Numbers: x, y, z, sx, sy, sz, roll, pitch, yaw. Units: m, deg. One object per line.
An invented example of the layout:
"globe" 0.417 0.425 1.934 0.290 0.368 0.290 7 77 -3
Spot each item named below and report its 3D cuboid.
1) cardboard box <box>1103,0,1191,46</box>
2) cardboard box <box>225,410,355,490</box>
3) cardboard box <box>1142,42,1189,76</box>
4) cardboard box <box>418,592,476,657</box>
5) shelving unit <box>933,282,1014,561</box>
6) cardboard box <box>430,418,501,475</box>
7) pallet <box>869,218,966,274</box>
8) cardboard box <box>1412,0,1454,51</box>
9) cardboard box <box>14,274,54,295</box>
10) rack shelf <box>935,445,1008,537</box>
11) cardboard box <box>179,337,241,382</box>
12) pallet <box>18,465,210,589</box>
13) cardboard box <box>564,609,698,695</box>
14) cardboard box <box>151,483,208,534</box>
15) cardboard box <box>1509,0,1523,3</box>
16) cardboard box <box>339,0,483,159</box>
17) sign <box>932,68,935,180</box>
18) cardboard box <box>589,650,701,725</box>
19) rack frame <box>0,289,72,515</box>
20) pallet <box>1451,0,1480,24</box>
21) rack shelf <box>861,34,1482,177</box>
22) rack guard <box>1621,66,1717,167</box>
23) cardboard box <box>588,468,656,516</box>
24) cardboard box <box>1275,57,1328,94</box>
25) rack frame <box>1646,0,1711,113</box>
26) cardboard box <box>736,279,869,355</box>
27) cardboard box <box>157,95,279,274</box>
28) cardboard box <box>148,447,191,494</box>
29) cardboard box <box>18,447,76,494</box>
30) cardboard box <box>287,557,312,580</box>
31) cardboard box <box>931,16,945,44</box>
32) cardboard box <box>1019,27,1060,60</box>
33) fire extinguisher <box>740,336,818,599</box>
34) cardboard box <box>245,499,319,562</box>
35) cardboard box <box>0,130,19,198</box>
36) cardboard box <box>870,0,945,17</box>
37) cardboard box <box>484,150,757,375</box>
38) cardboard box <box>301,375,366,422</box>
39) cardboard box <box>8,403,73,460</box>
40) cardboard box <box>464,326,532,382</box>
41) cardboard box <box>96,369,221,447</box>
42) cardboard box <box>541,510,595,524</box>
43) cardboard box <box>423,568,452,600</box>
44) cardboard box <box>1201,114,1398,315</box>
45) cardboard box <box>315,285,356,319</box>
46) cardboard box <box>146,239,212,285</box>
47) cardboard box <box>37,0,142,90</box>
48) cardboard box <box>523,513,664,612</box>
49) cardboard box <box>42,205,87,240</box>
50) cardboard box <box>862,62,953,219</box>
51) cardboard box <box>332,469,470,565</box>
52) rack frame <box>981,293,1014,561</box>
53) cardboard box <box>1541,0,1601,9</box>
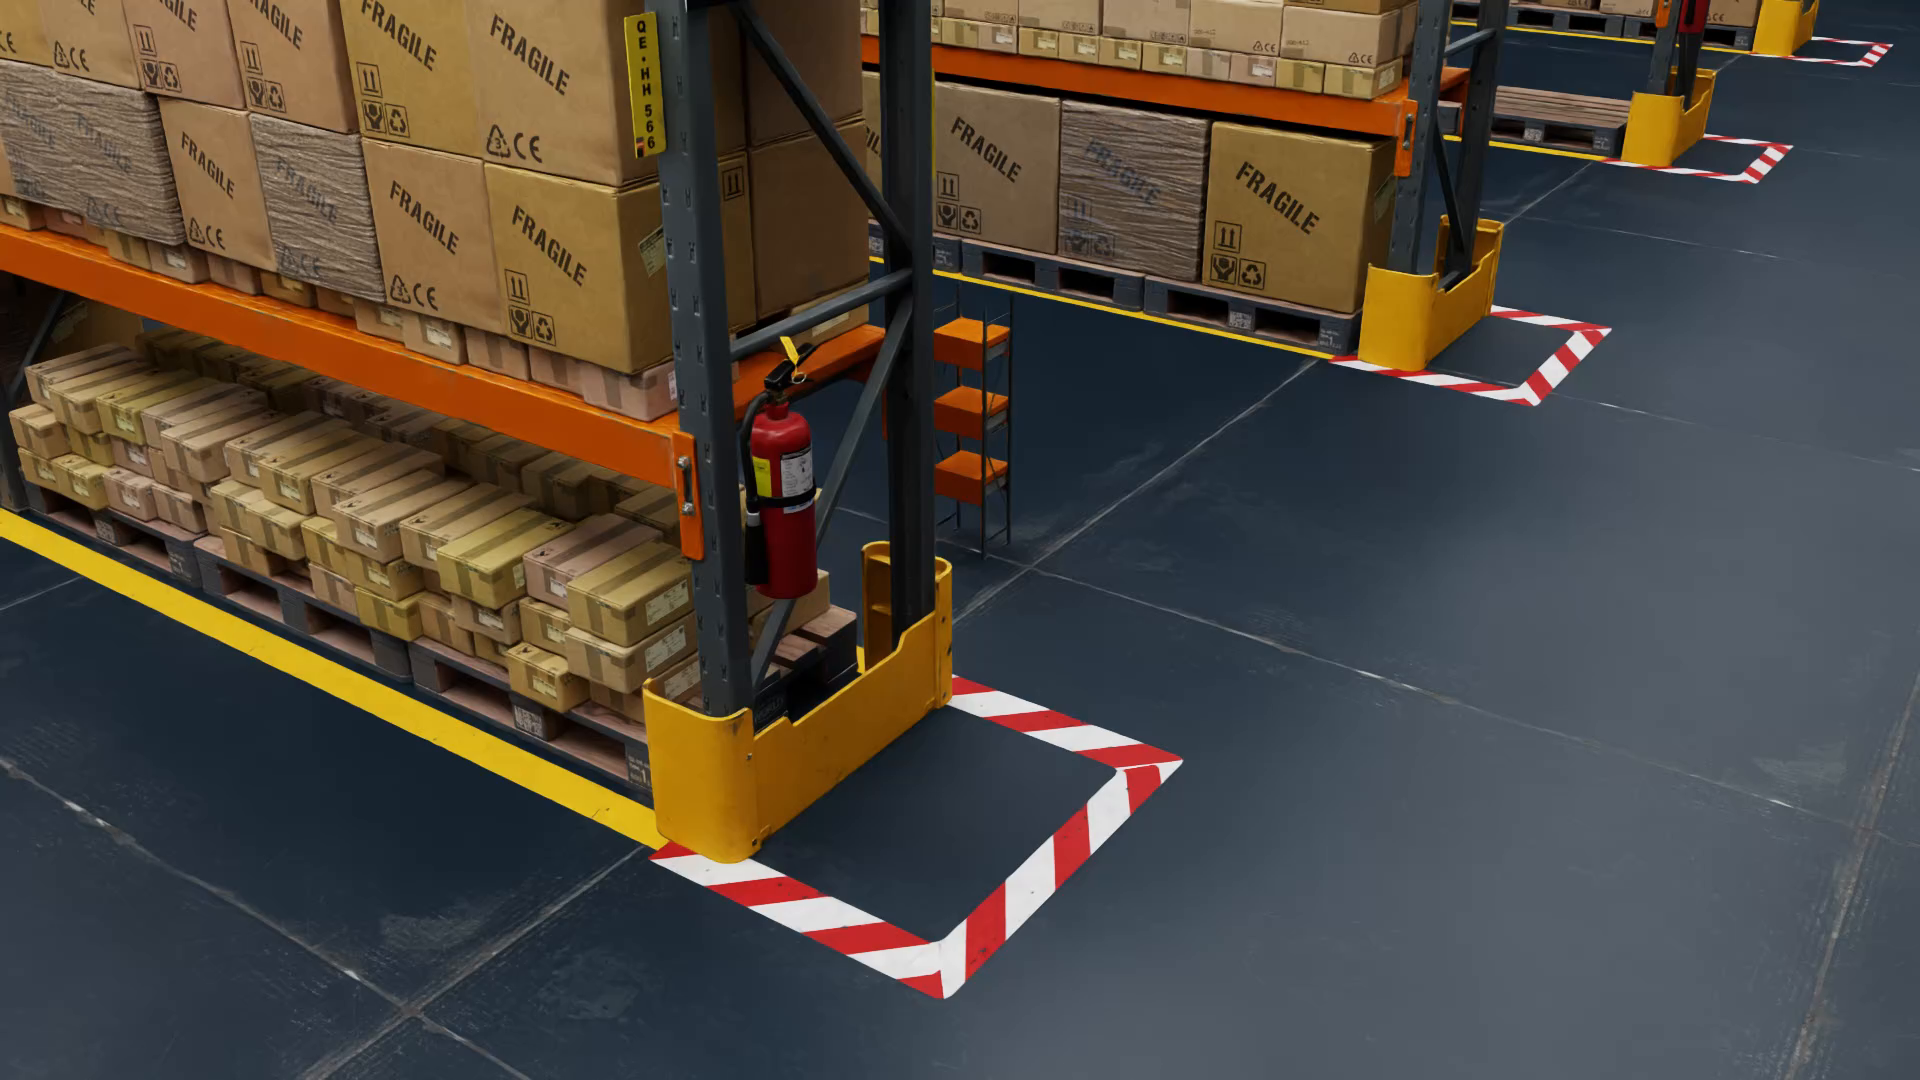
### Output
"cardboard box" 1.094 -2.797 8.777 0.500 0.250 0.500 16 31 29
"cardboard box" -2.448 -0.327 6.110 0.250 0.149 0.380 16 31 28
"cardboard box" 1.158 -2.563 8.757 0.250 0.149 0.380 17 31 29
"cardboard box" -1.612 0.223 5.686 0.250 0.149 0.380 18 32 31
"shelving unit" 0.044 -0.454 6.485 0.252 1.050 0.215 17 32 30
"cardboard box" -1.746 -0.391 6.235 0.250 0.149 0.380 18 32 31
"pallet" -0.234 -2.005 10.457 1.213 0.211 1.003 17 32 30
"cardboard box" 2.238 -2.735 8.655 0.500 0.250 0.500 16 31 29
"cardboard box" -4.167 -1.340 7.542 0.500 0.250 0.500 16 31 28
"rack shelf" 0.044 -0.197 6.616 0.240 0.259 0.215 17 32 30
"cardboard box" -3.034 -0.781 7.002 0.250 0.149 0.380 18 32 31
"pallet" -3.134 -0.242 6.993 1.213 0.211 1.003 17 32 30
"cardboard box" -1.007 0.305 5.195 0.250 0.149 0.380 16 31 29
"cardboard box" -2.898 -0.188 6.492 0.250 0.149 0.380 17 31 29
"cardboard box" 5.738 -5.701 17.285 0.250 0.166 0.380 17 32 30
"cardboard box" -1.346 -1.394 4.642 0.500 0.500 0.500 16 31 29
"sign" -0.104 -1.206 4.857 0.005 0.325 0.100 17 32 30
"cardboard box" -0.963 0.409 5.319 0.250 0.149 0.380 18 32 31
"rack frame" -3.708 -1.644 6.673 0.127 3.000 1.000 17 32 30
"pallet" 5.361 -5.755 17.827 1.213 0.211 1.003 17 32 30
"rack shelf" 0.832 -2.638 9.420 4.000 0.370 1.077 17 32 30
"rack guard" 5.312 -3.182 12.451 0.348 0.500 1.175 17 32 30
"cardboard box" -1.081 -0.199 5.857 0.250 0.149 0.380 17 32 30
"cardboard box" 1.786 -2.368 8.372 0.250 0.149 0.380 18 32 31
"rack frame" 5.285 -4.297 11.886 0.127 3.000 1.000 17 32 30
"cardboard box" -0.492 -0.711 5.116 0.250 0.149 0.380 17 32 30
"cardboard box" -2.177 -1.206 5.374 0.500 0.500 0.500 19 33 33
"cardboard box" -2.889 -0.330 6.443 0.250 0.149 0.380 16 31 28
"cardboard box" -3.590 -0.347 6.805 0.250 0.149 0.380 16 31 28
"cardboard box" -2.237 0.010 6.104 0.250 0.149 0.380 18 32 32
"cardboard box" -0.109 -2.958 9.533 0.250 0.149 0.380 16 31 29
"cardboard box" 0.525 -2.760 9.144 0.250 0.149 0.380 16 31 29
"fire extinguisher" -0.464 -0.179 4.291 0.183 0.674 0.296 17 32 30
"cardboard box" -2.314 -0.089 5.970 0.250 0.149 0.380 18 32 31
"cardboard box" -3.442 -1.600 6.148 0.500 0.500 0.500 17 31 29
"cardboard box" -0.170 -3.190 9.548 0.500 0.250 0.500 17 32 30
"cardboard box" -0.927 -0.813 4.602 0.500 0.500 0.500 18 32 31
"cardboard box" -2.380 -0.589 6.624 0.250 0.149 0.380 16 31 28
"cardboard box" -3.590 -0.480 6.739 0.250 0.149 0.380 19 33 33
"cardboard box" -1.238 -0.620 4.937 0.250 0.149 0.380 17 32 30
"cardboard box" -3.111 -0.520 6.490 0.250 0.149 0.380 17 31 30
"cardboard box" -1.293 -0.124 6.039 0.250 0.149 0.380 18 32 32
"cardboard box" -1.600 0.065 5.668 0.250 0.149 0.380 17 31 30
"cardboard box" 1.908 -1.820 8.899 0.875 0.875 0.875 17 32 30
"cardboard box" -1.851 -0.847 5.384 0.250 0.149 0.380 16 31 28
"cardboard box" -2.547 -1.017 5.718 0.250 0.149 0.380 19 33 32
"cardboard box" -2.640 -1.791 5.422 0.500 0.500 0.500 18 32 31
"cardboard box" -1.165 0.074 5.321 0.250 0.149 0.380 18 32 31
"cardboard box" -3.155 -1.250 6.175 0.250 0.149 0.380 16 31 28
"cardboard box" -0.318 -2.513 10.261 0.875 0.875 0.875 17 32 30
"cardboard box" -1.881 -0.083 5.631 0.250 0.149 0.380 19 32 32
"rack frame" 0.145 -0.423 6.423 0.008 1.050 0.200 17 32 30
"cardboard box" 6.347 -5.778 17.064 0.637 0.503 0.797 17 32 30
